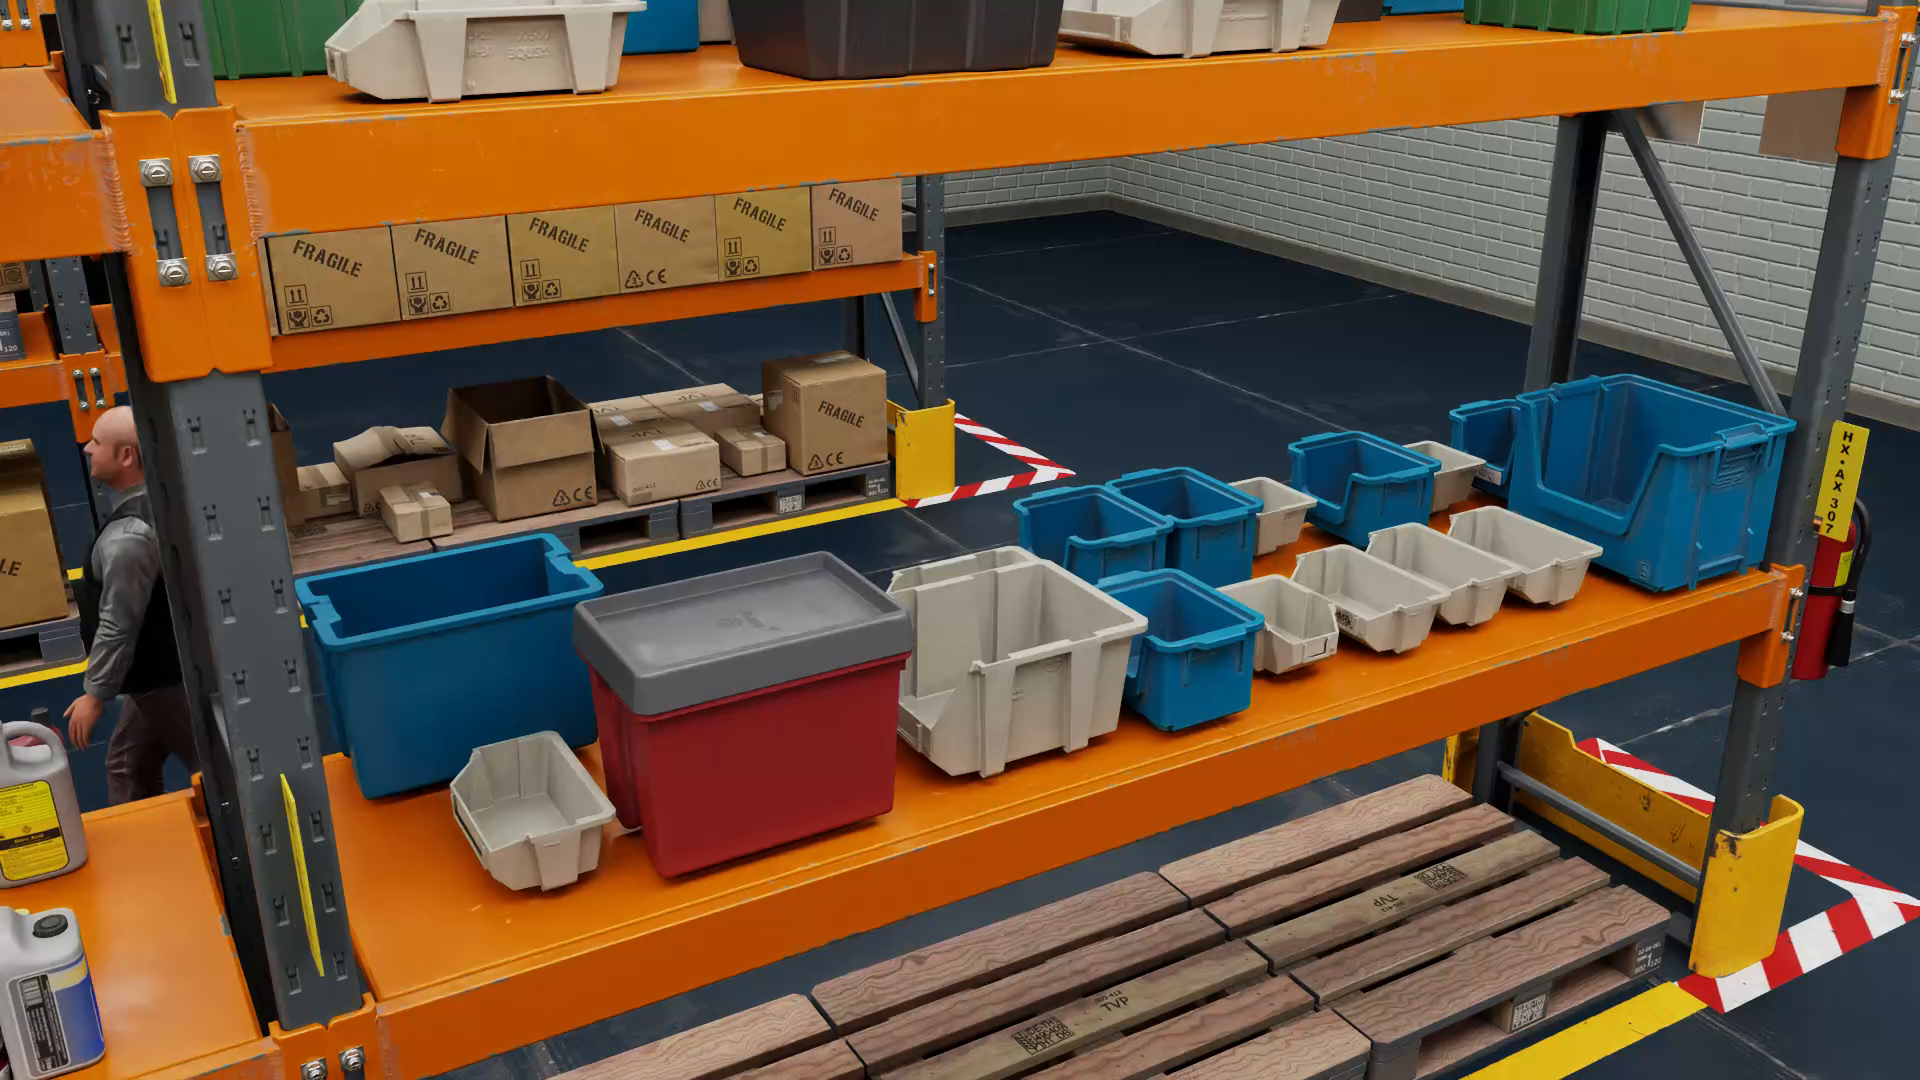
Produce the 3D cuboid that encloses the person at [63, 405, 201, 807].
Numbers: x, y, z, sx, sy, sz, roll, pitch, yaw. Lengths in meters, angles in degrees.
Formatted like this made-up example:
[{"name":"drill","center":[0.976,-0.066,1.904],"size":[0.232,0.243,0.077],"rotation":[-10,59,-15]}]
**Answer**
[{"name":"person","center":[-2.456,0.400,5.133],"size":[1.053,1.677,0.575],"rotation":[-4,22,-10]}]
